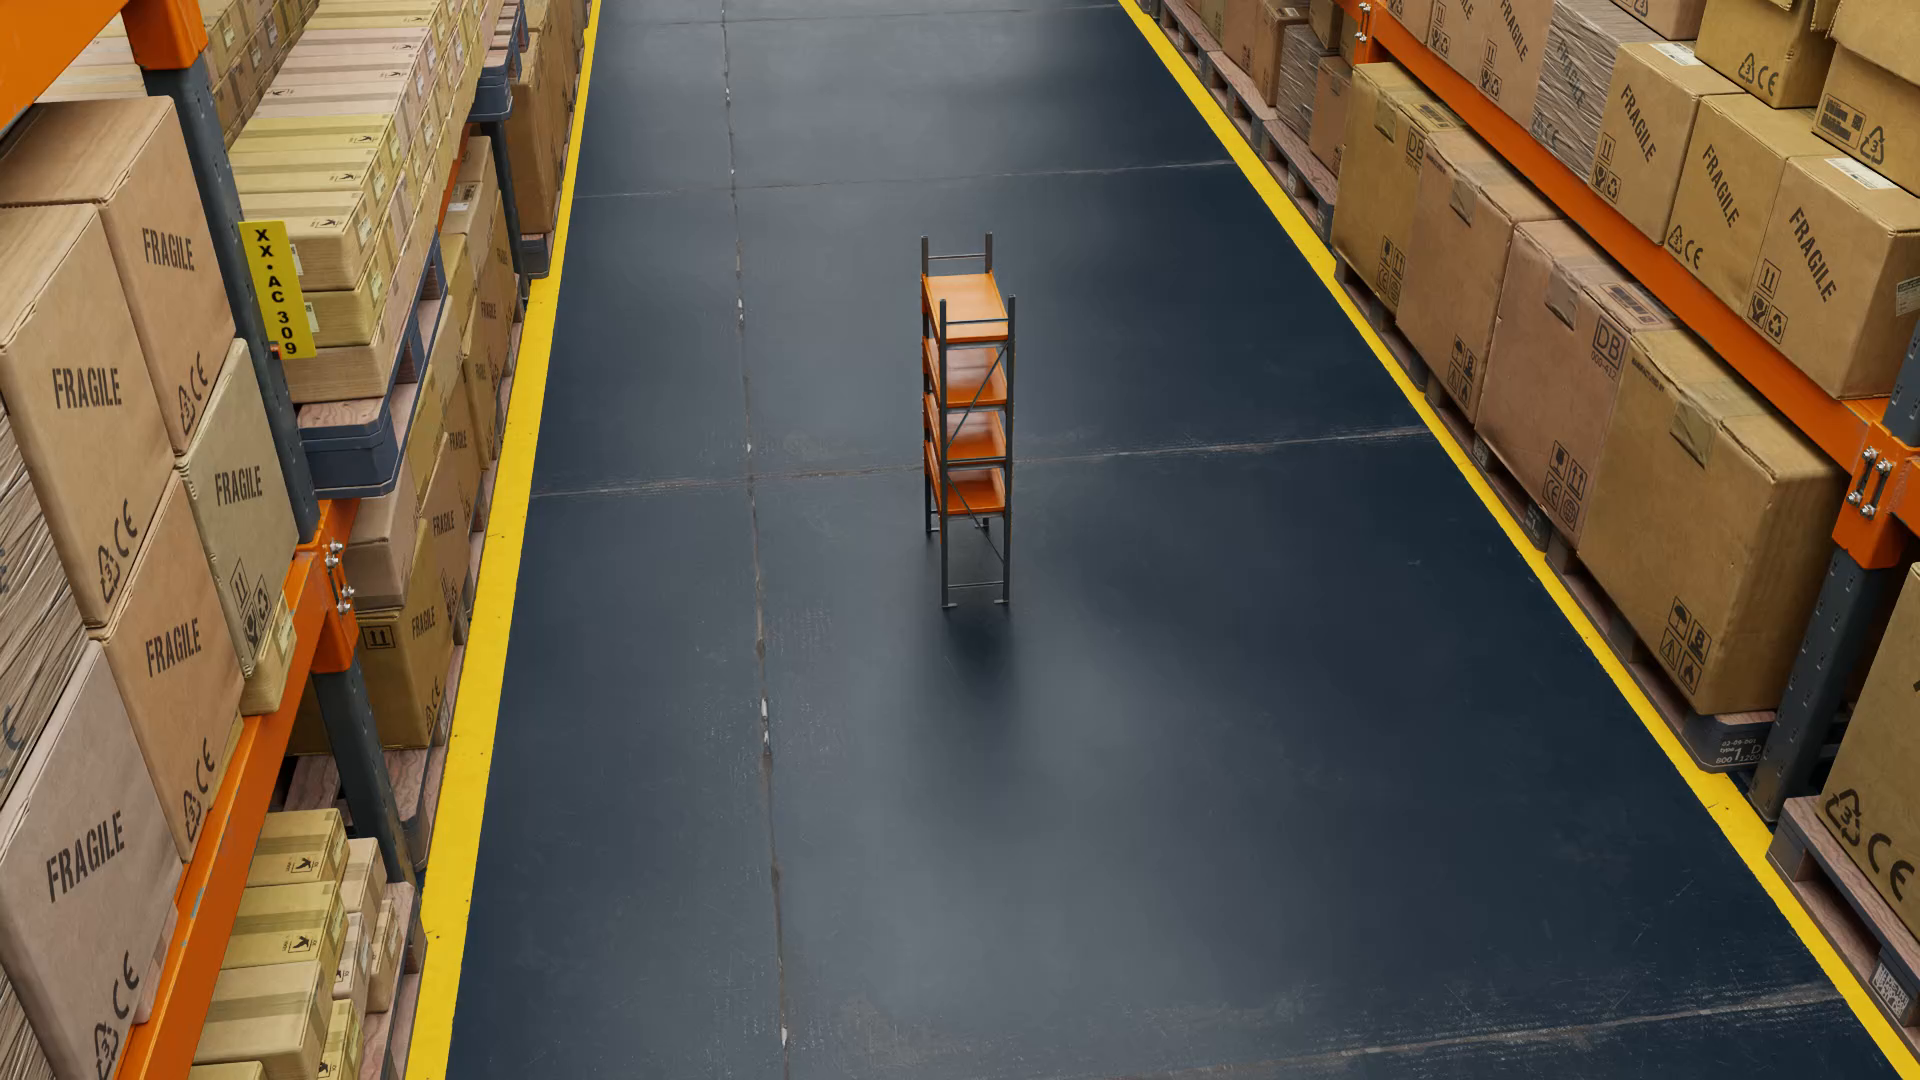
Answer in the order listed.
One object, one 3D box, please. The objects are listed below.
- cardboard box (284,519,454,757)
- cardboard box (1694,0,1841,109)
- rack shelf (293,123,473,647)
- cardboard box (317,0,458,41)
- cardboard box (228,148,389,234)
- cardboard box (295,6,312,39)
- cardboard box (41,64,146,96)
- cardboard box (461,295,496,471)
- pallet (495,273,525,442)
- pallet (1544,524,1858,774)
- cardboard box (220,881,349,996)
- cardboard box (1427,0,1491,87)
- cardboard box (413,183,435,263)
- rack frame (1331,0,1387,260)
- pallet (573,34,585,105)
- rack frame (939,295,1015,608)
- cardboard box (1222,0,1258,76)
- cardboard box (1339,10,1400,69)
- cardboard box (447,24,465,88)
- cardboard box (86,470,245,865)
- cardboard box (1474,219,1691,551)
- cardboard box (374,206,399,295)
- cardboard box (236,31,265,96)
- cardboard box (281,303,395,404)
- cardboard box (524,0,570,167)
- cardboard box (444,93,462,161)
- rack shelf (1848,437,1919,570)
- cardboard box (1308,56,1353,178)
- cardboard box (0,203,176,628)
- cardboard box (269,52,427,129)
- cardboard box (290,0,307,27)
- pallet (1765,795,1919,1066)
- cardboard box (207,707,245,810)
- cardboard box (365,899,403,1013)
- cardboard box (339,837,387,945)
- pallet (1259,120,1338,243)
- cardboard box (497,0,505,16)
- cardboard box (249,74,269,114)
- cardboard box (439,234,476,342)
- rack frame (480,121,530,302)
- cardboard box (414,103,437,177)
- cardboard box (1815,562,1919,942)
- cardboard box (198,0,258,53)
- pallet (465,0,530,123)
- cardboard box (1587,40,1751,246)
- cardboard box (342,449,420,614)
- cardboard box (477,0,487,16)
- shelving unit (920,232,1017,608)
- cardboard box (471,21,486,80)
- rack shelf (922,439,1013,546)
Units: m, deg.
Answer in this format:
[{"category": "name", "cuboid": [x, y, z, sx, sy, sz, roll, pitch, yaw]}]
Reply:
[{"category": "cardboard box", "cuboid": [-1.856, 0.291, 5.007, 0.500, 0.500, 0.500, -3, 34, -5]}, {"category": "cardboard box", "cuboid": [2.734, -1.651, 5.030, 0.797, 0.503, 0.637, -4, 34, -6]}, {"category": "rack shelf", "cuboid": [-2.288, -0.955, 5.627, 1.077, 0.370, 4.000, -4, 35, -6]}, {"category": "cardboard box", "cuboid": [-1.866, -1.723, 5.437, 0.380, 0.149, 0.250, -3, 34, -4]}, {"category": "cardboard box", "cuboid": [-1.660, -0.862, 4.173, 0.380, 0.149, 0.250, -3, 34, -5]}, {"category": "cardboard box", "cuboid": [-2.625, -1.873, 6.185, 0.380, 0.149, 0.250, -3, 34, -4]}, {"category": "cardboard box", "cuboid": [-2.402, -1.239, 4.727, 0.380, 0.149, 0.250, -5, 35, -8]}, {"category": "cardboard box", "cuboid": [-2.057, -0.578, 6.281, 0.500, 0.500, 0.500, -6, 35, -9]}, {"category": "pallet", "cuboid": [-2.454, -0.780, 7.207, 1.003, 0.211, 1.213, -4, 35, -6]}, {"category": "pallet", "cuboid": [2.731, 0.272, 5.664, 1.003, 0.211, 1.213, -4, 35, -6]}, {"category": "cardboard box", "cuboid": [-1.640, 0.941, 3.836, 0.380, 0.149, 0.250, -4, 34, -6]}, {"category": "cardboard box", "cuboid": [2.238, -2.149, 6.652, 0.500, 0.500, 0.500, -5, 35, -8]}, {"category": "cardboard box", "cuboid": [-1.722, -0.895, 4.750, 0.380, 0.149, 0.250, -4, 34, -6]}, {"category": "rack frame", "cuboid": [2.371, -2.688, 7.530, 1.000, 3.000, 0.127, -4, 35, -6]}, {"category": "pallet", "cuboid": [-2.917, -3.023, 10.499, 1.003, 0.211, 1.213, -4, 35, -6]}, {"category": "rack frame", "cuboid": [0.055, -0.267, 5.577, 0.240, 1.200, 0.015, -4, 35, -6]}, {"category": "cardboard box", "cuboid": [2.016, -3.145, 10.030, 0.700, 0.500, 0.500, -7, 35, -10]}, {"category": "cardboard box", "cuboid": [2.251, -2.518, 8.444, 0.500, 0.250, 0.500, -3, 34, -4]}, {"category": "cardboard box", "cuboid": [-1.864, -1.600, 5.520, 0.380, 0.149, 0.250, -4, 34, -5]}, {"category": "cardboard box", "cuboid": [-1.606, 0.238, 2.884, 0.500, 0.500, 0.500, -5, 35, -8]}, {"category": "cardboard box", "cuboid": [2.682, -0.605, 5.988, 1.225, 0.875, 0.875, -6, 35, -8]}, {"category": "cardboard box", "cuboid": [-1.653, -0.728, 4.241, 0.380, 0.149, 0.250, -5, 35, -7]}, {"category": "cardboard box", "cuboid": [-2.517, -1.558, 5.458, 0.380, 0.149, 0.250, -5, 35, -7]}, {"category": "cardboard box", "cuboid": [-1.617, -0.461, 4.112, 0.380, 0.149, 0.250, -6, 35, -9]}, {"category": "cardboard box", "cuboid": [-2.671, -2.446, 8.801, 1.050, 0.750, 0.750, -4, 34, -6]}, {"category": "cardboard box", "cuboid": [-1.828, -1.330, 5.388, 0.380, 0.149, 0.250, -6, 35, -9]}, {"category": "rack shelf", "cuboid": [3.178, 0.958, 2.820, 1.077, 0.370, 4.000, -4, 35, -6]}, {"category": "cardboard box", "cuboid": [2.261, -2.209, 8.657, 0.700, 0.500, 0.500, -6, 35, -9]}, {"category": "cardboard box", "cuboid": [-1.613, -0.184, 2.615, 0.500, 0.500, 0.500, -5, 35, -8]}, {"category": "cardboard box", "cuboid": [-1.758, -1.287, 4.797, 0.380, 0.149, 0.250, -5, 35, -7]}, {"category": "cardboard box", "cuboid": [-2.614, -1.976, 6.072, 0.380, 0.149, 0.250, -5, 35, -8]}, {"category": "pallet", "cuboid": [2.934, 1.127, 4.409, 1.003, 0.211, 1.213, -4, 35, -6]}, {"category": "cardboard box", "cuboid": [-1.630, 0.398, 3.225, 0.380, 0.149, 0.250, -3, 34, -4]}, {"category": "cardboard box", "cuboid": [-1.629, 1.061, 4.188, 0.380, 0.149, 0.250, -4, 34, -6]}, {"category": "cardboard box", "cuboid": [-1.662, 0.897, 4.164, 0.380, 0.149, 0.250, -4, 34, -5]}, {"category": "pallet", "cuboid": [2.267, -1.972, 8.956, 1.003, 0.211, 1.213, -4, 35, -6]}, {"category": "cardboard box", "cuboid": [-2.036, -2.198, 6.661, 0.380, 0.149, 0.250, -4, 34, -6]}, {"category": "cardboard box", "cuboid": [-2.517, -1.433, 5.540, 0.380, 0.149, 0.250, -4, 34, -6]}, {"category": "cardboard box", "cuboid": [-2.074, -0.891, 6.075, 0.500, 0.250, 0.500, -4, 34, -5]}, {"category": "rack frame", "cuboid": [-2.557, -2.368, 7.062, 1.000, 3.000, 0.127, -4, 35, -6]}, {"category": "cardboard box", "cuboid": [-1.763, -1.167, 4.885, 0.380, 0.149, 0.250, -3, 34, -4]}, {"category": "cardboard box", "cuboid": [2.919, 0.623, 4.186, 0.875, 0.875, 0.875, -4, 35, -6]}, {"category": "cardboard box", "cuboid": [-2.509, -1.678, 5.371, 0.380, 0.149, 0.250, -3, 34, -5]}, {"category": "pallet", "cuboid": [-2.356, -1.899, 6.544, 1.213, 0.211, 1.003, -4, 35, -6]}, {"category": "cardboard box", "cuboid": [2.439, -1.305, 5.412, 0.500, 0.500, 0.500, -5, 35, -7]}, {"category": "cardboard box", "cuboid": [-1.857, -0.019, 4.795, 0.500, 0.250, 0.500, -6, 35, -8]}, {"category": "cardboard box", "cuboid": [-1.964, -2.024, 6.143, 0.380, 0.149, 0.250, -4, 34, -5]}, {"category": "shelving unit", "cuboid": [0.022, -0.403, 5.777, 0.258, 1.200, 0.503, -4, 35, -6]}, {"category": "cardboard box", "cuboid": [-1.939, -1.776, 6.043, 0.380, 0.149, 0.250, -5, 35, -7]}, {"category": "rack shelf", "cuboid": [0.022, -0.184, 5.926, 0.258, 0.148, 0.480, -4, 35, -6]}]
